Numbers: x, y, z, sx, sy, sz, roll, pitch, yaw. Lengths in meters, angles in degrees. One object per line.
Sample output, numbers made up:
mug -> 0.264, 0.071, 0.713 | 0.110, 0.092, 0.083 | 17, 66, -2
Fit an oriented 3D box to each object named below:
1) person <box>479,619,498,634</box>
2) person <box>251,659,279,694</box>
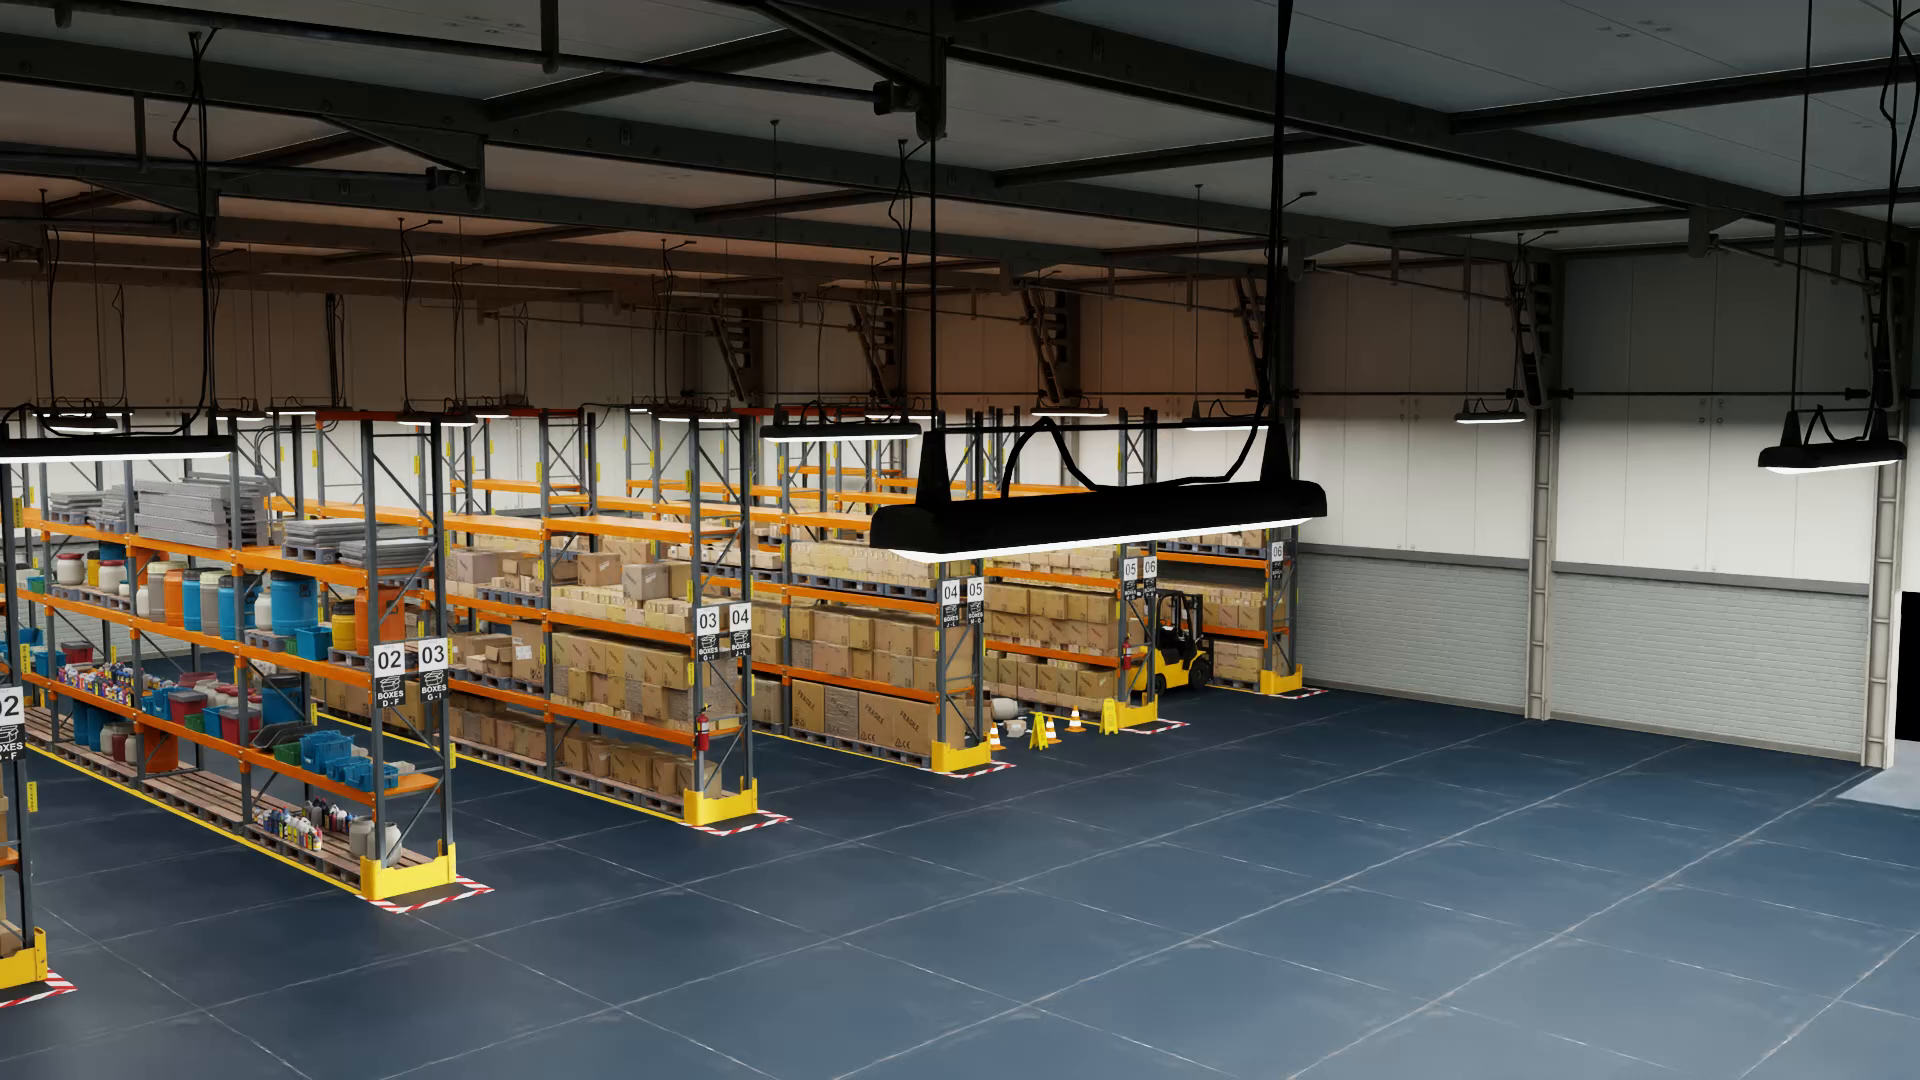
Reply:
person -> -11.653, 1.894, 40.557 | 0.550, 1.700, 1.065 | 4, 7, 40
person -> -13.461, 2.694, 32.211 | 0.559, 1.577, 0.750 | -3, 6, -34
